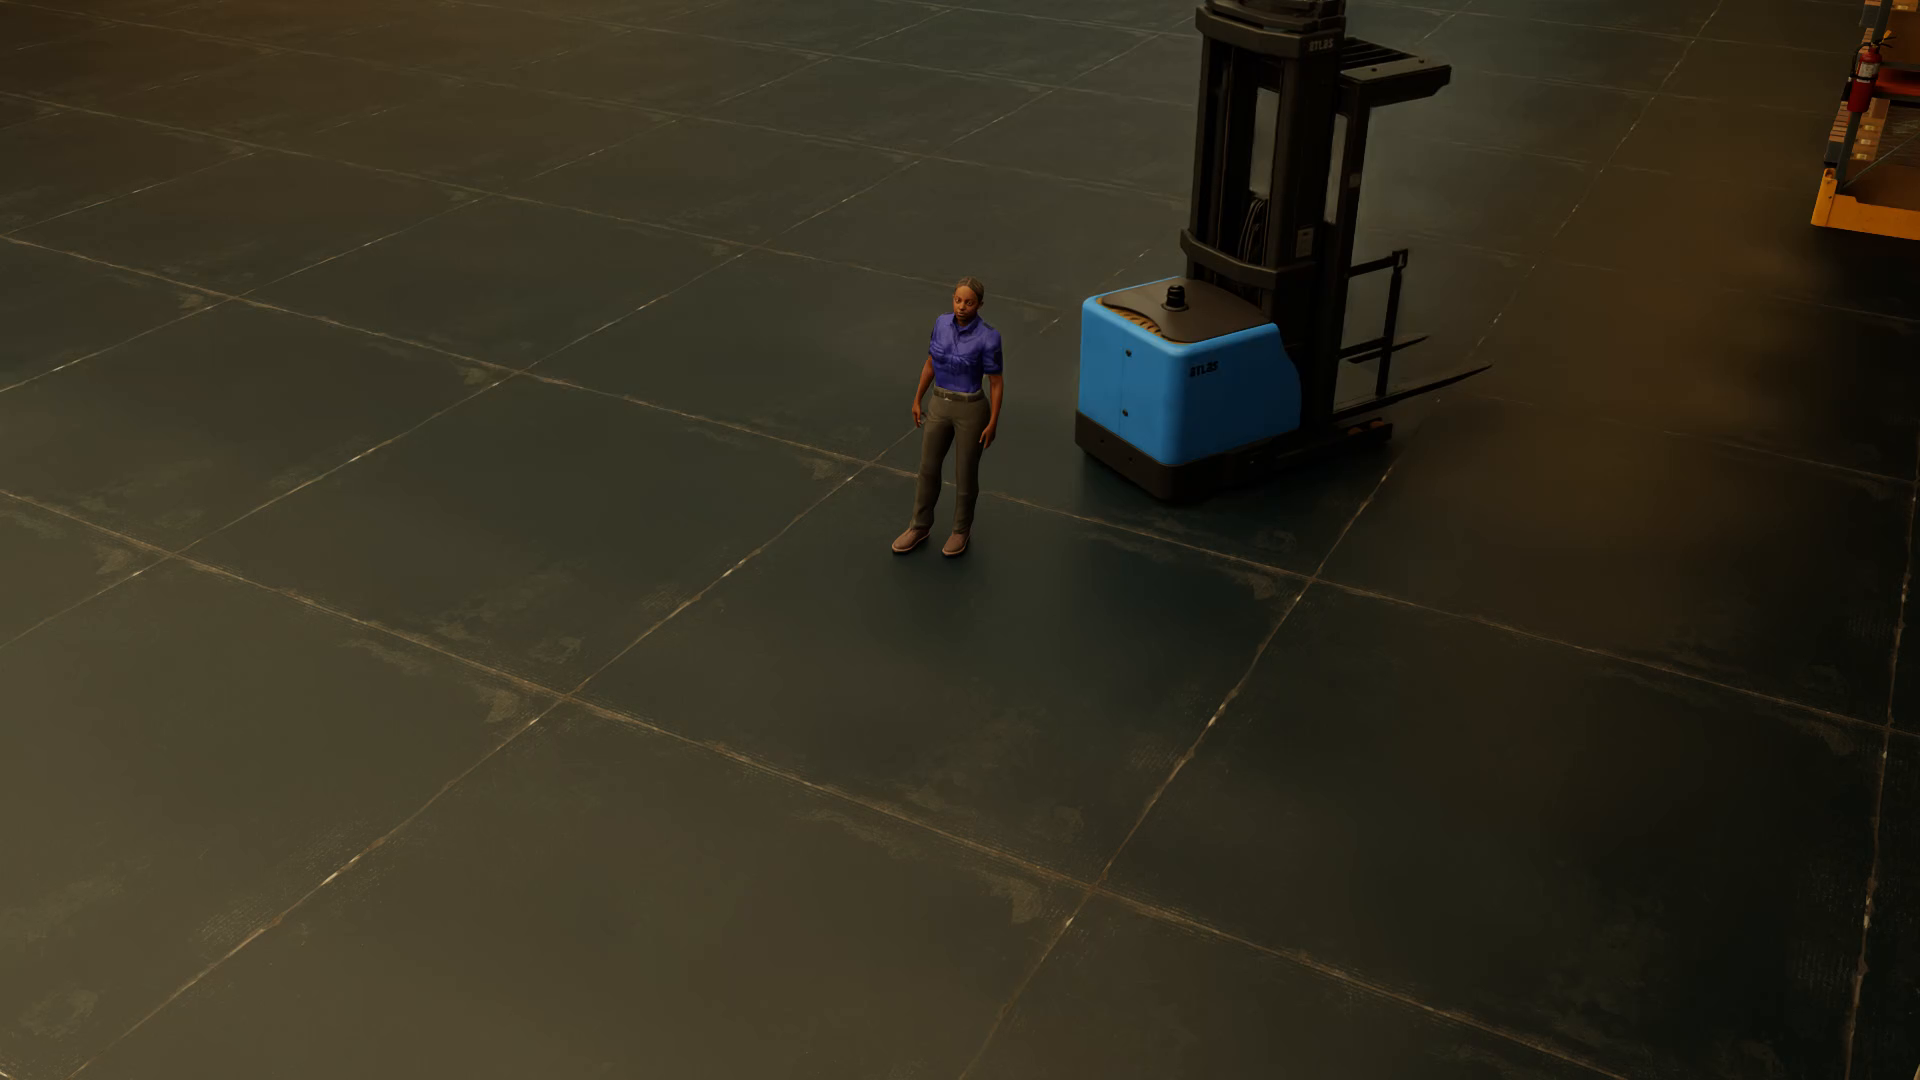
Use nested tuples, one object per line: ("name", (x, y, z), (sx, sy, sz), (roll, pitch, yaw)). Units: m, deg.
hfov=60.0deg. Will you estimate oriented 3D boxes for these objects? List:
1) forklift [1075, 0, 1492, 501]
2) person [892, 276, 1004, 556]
("forklift", (2.280, -2.053, 10.627), (3.031, 2.935, 1.130), (-17, 34, -27))
("person", (-0.060, -0.689, 9.527), (0.569, 1.656, 0.503), (15, 33, 25))
